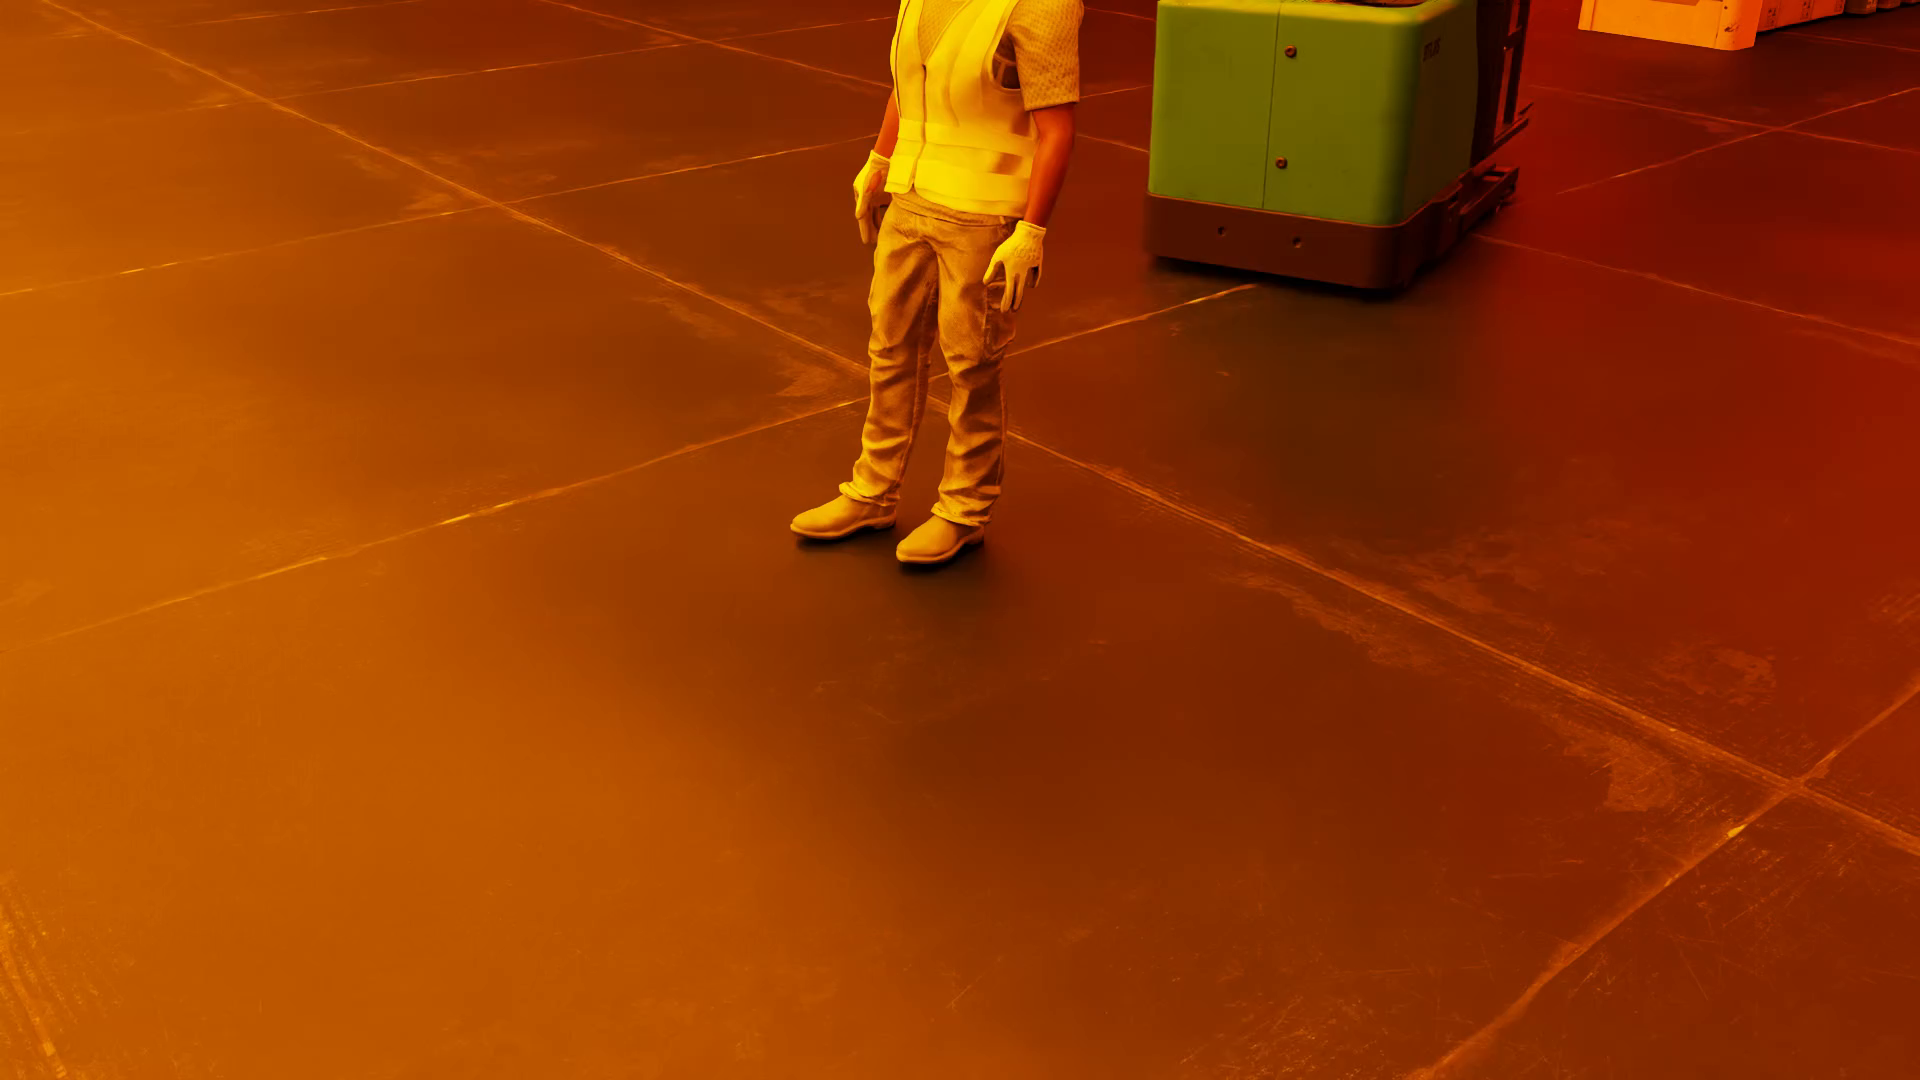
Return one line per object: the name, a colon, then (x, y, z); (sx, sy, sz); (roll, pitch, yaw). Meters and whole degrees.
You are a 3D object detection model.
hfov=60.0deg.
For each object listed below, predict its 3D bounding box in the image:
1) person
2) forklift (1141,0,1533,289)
person: (-0.061, -0.788, 4.067); (0.577, 1.782, 0.656); (-20, 33, -35)
forklift: (1.901, -2.870, 6.989); (1.130, 2.935, 3.031); (14, 30, 26)
